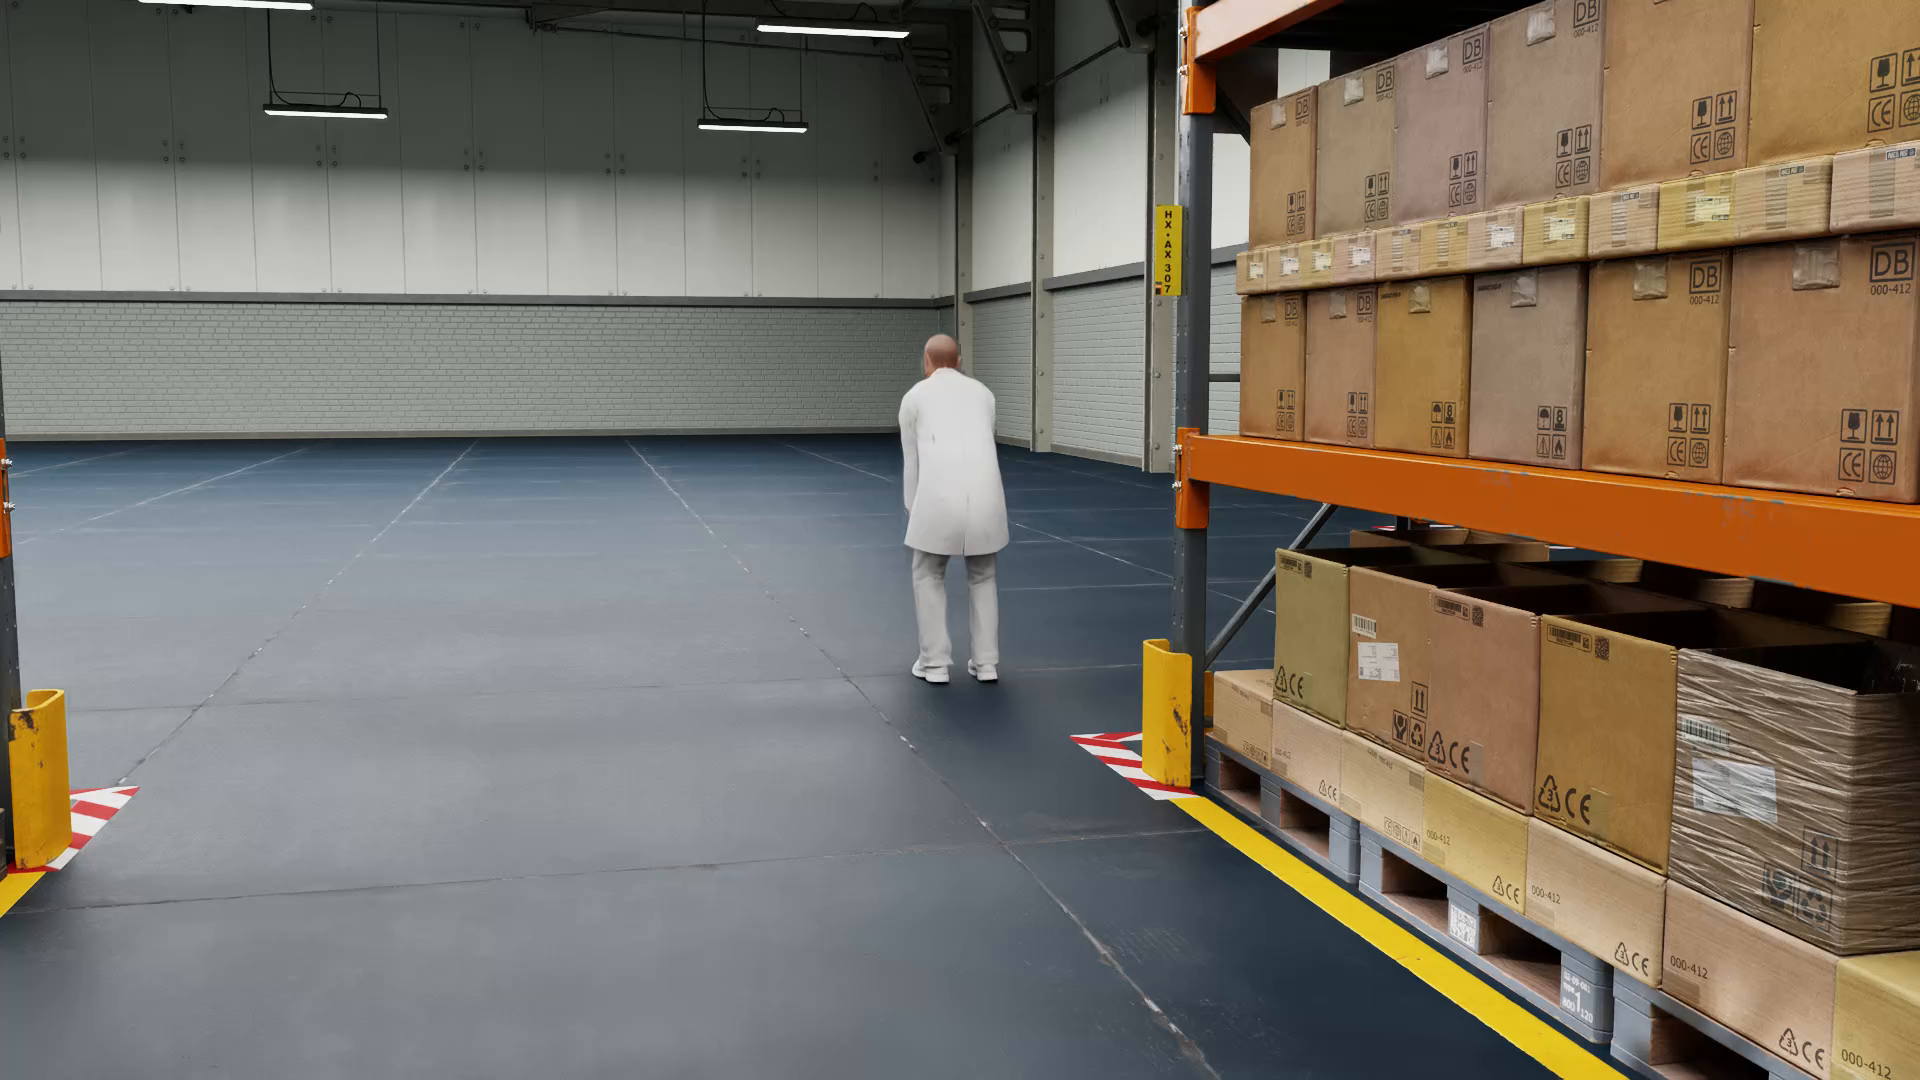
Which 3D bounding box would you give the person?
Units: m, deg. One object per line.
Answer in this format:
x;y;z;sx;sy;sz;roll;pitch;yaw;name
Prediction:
-0.038;-0.171;8.323;0.541;1.720;0.618;-2;6;-15;person
